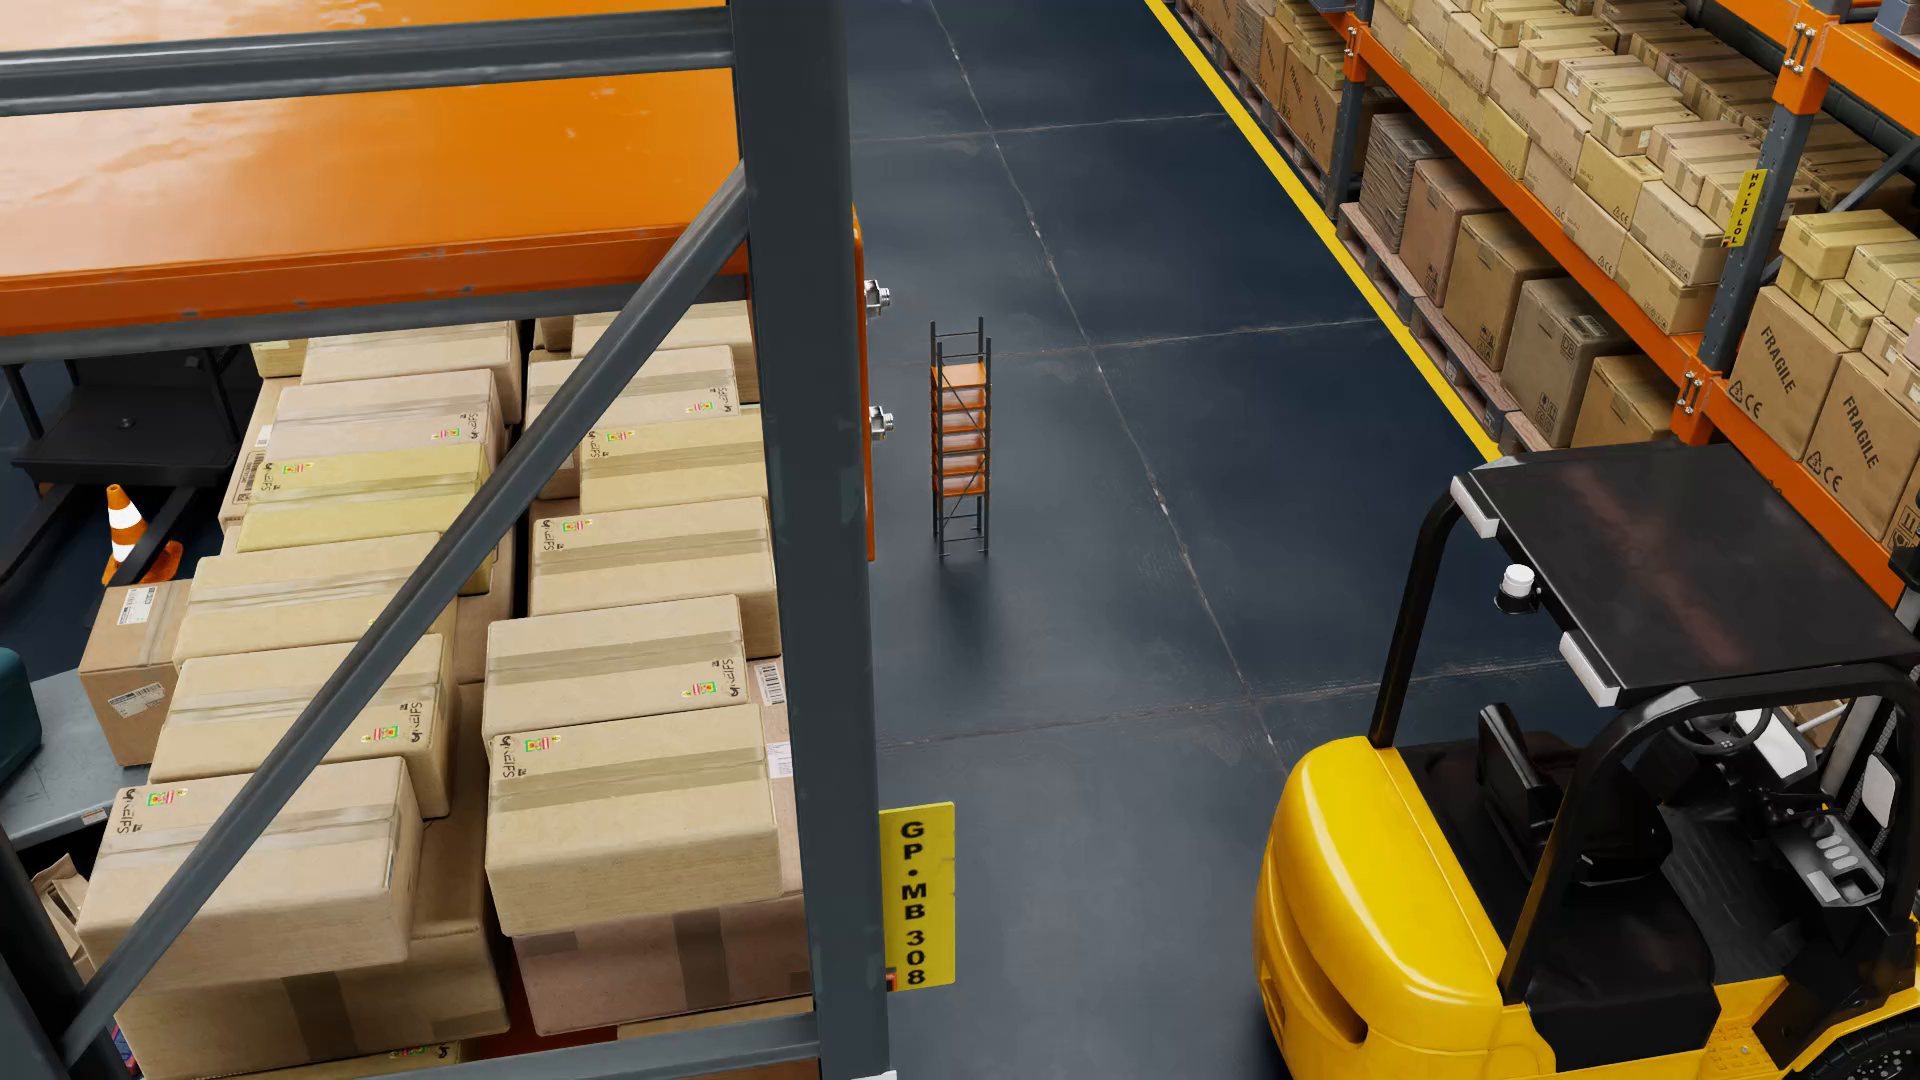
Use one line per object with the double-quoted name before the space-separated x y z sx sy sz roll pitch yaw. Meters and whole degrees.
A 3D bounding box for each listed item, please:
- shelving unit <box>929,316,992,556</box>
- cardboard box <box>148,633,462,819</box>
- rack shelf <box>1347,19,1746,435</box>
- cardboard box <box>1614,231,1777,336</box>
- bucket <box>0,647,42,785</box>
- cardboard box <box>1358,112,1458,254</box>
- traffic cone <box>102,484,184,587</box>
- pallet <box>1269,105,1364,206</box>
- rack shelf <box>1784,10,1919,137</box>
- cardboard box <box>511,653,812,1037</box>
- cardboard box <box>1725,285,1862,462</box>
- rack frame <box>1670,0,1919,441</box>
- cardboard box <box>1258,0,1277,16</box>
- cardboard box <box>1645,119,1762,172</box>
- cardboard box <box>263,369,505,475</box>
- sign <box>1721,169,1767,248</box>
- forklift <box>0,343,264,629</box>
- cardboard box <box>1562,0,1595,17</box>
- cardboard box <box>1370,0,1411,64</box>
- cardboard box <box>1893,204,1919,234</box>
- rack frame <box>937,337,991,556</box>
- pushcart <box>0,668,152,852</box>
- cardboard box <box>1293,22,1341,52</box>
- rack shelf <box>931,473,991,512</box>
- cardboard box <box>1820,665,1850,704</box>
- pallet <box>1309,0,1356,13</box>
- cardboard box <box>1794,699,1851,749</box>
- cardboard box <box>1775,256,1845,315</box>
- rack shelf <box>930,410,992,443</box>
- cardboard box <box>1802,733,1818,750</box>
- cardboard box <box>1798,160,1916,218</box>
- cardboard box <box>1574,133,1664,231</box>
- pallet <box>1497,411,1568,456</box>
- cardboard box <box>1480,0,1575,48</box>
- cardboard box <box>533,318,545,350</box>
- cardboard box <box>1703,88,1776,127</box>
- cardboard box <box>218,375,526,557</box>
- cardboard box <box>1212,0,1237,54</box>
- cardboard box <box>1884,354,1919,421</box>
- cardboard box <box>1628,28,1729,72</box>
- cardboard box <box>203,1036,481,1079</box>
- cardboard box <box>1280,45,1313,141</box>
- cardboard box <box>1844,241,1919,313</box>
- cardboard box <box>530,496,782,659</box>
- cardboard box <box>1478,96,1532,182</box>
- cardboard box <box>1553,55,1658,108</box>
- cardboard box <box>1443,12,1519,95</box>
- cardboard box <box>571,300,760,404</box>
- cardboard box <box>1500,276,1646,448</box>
"shelving unit" 0.003 -0.465 7.771 0.258 1.200 0.189 -6 38 -8
"cardboard box" -0.947 0.289 2.443 0.380 0.149 0.250 -6 38 -7
"rack shelf" 3.244 -1.855 8.678 1.077 0.370 4.000 -6 38 -8
"cardboard box" 3.249 -1.148 7.304 0.500 0.250 0.500 -5 38 -7
"bucket" -3.853 0.726 6.200 0.726 0.611 0.620 6 28 8
"cardboard box" 2.989 -2.196 10.126 0.875 0.625 0.625 -5 38 -7
"traffic cone" -3.922 -0.059 7.848 0.336 0.463 0.334 -6 38 -8
"pallet" 2.800 -2.700 11.454 1.003 0.211 1.213 -6 38 -8
"rack shelf" 3.945 -0.623 4.648 1.077 0.370 4.000 -6 38 -8
"cardboard box" -0.416 0.446 2.565 0.500 0.250 0.500 -7 38 -9
"cardboard box" 3.416 -0.674 6.491 0.500 0.500 0.500 -7 38 -9
"rack frame" 3.595 -0.931 6.903 1.000 3.000 0.127 -6 38 -8
"cardboard box" 2.353 -3.856 11.835 0.380 0.149 0.250 -8 39 -10
"cardboard box" 3.262 -1.716 7.304 0.380 0.149 0.250 -6 38 -8
"cardboard box" -1.040 -0.171 3.034 0.380 0.149 0.250 -6 38 -8
"sign" 3.062 -1.292 6.489 0.100 0.325 0.005 -6 38 -8
"forklift" -4.050 -1.532 7.733 1.130 2.935 3.031 2 38 2
"cardboard box" 3.372 -2.852 8.765 0.380 0.149 0.250 -6 38 -8
"cardboard box" 2.731 -2.993 9.680 0.500 0.250 0.500 -6 38 -8
"cardboard box" 3.758 -1.403 7.225 0.500 0.250 0.500 -7 38 -9
"rack frame" 0.019 -0.410 7.699 0.240 1.200 0.006 -6 38 -8
"pushcart" -3.527 0.916 6.663 1.648 0.377 0.936 -20 42 -23
"cardboard box" 2.477 -3.378 11.219 0.380 0.149 0.250 -7 38 -9
"rack shelf" 0.003 -0.240 7.945 0.258 0.103 0.180 -6 38 -8
"cardboard box" 3.549 0.530 6.107 0.500 0.250 0.500 -5 38 -6
"pallet" 2.706 -3.673 10.589 1.213 0.211 1.003 -6 38 -8
"cardboard box" 3.543 0.726 6.262 0.500 0.250 0.500 -7 38 -8
"cardboard box" 3.392 -1.005 6.389 0.380 0.149 0.250 -7 38 -9
"rack shelf" 0.003 -0.525 7.724 0.258 0.103 0.180 -6 38 -8
"cardboard box" 3.563 0.931 6.406 0.500 0.250 0.500 -6 38 -7
"cardboard box" 3.744 -1.462 6.976 0.380 0.149 0.250 -7 38 -9
"cardboard box" 3.160 -1.648 7.541 0.500 0.250 0.500 -7 38 -9
"pallet" 3.427 -0.270 8.326 1.003 0.211 1.213 -6 38 -8
"cardboard box" 2.896 -2.640 8.492 0.380 0.149 0.250 -5 38 -7
"cardboard box" -0.680 -0.480 3.757 0.500 0.250 0.500 -5 38 -7
"cardboard box" 3.641 -1.932 7.582 0.380 0.149 0.250 -7 38 -8
"cardboard box" -1.128 -0.118 3.292 0.500 0.250 0.500 -5 38 -7
"cardboard box" 2.242 -4.002 12.552 0.500 0.500 0.500 -7 38 -9
"cardboard box" 3.482 -0.538 5.787 0.380 0.149 0.250 -5 38 -7
"cardboard box" 3.523 -2.387 8.168 0.380 0.149 0.250 -6 38 -8
"cardboard box" -0.928 0.751 2.498 0.380 0.149 0.250 -6 38 -8
"cardboard box" 2.530 -3.061 11.340 0.500 0.500 0.500 -7 38 -9
"cardboard box" 3.511 -0.973 6.104 0.380 0.149 0.250 -6 38 -7
"cardboard box" -0.494 0.077 2.716 0.380 0.149 0.250 -6 38 -8
"cardboard box" 3.000 -2.065 8.485 0.500 0.250 0.500 -5 38 -6
"cardboard box" 3.063 -2.177 7.897 0.380 0.149 0.250 -6 38 -8
"cardboard box" 2.891 -2.570 8.728 0.500 0.250 0.500 -7 38 -9
"cardboard box" -0.568 -0.389 3.316 0.380 0.149 0.250 -5 38 -7
"cardboard box" 3.364 -0.942 8.511 0.875 0.625 0.625 -7 38 -8
